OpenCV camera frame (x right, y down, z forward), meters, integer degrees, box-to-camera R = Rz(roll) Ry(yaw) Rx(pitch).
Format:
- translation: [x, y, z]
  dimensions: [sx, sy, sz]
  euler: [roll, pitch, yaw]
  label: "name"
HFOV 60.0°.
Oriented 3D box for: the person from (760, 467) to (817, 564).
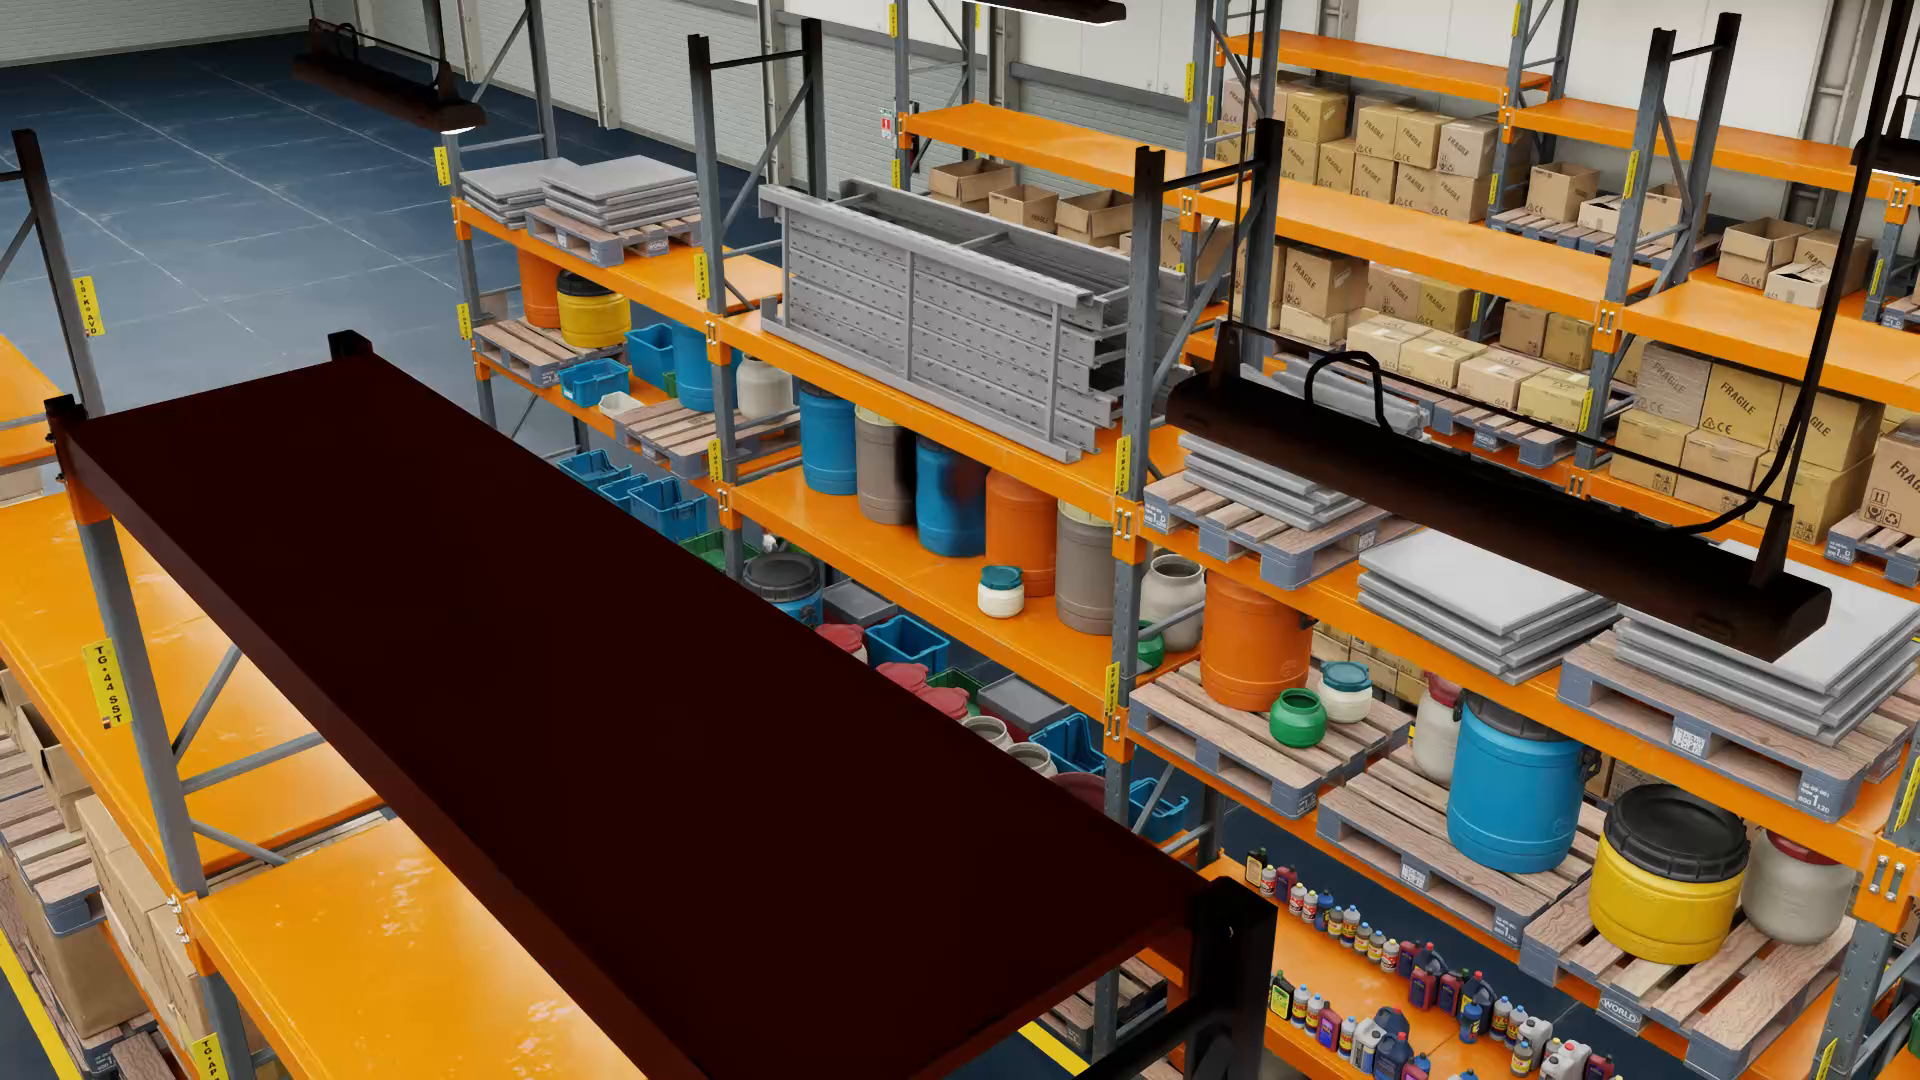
- translation: [-1.576, -0.097, 15.697]
  dimensions: [0.572, 1.766, 0.539]
  euler: [6, 28, 12]
  label: "person"
